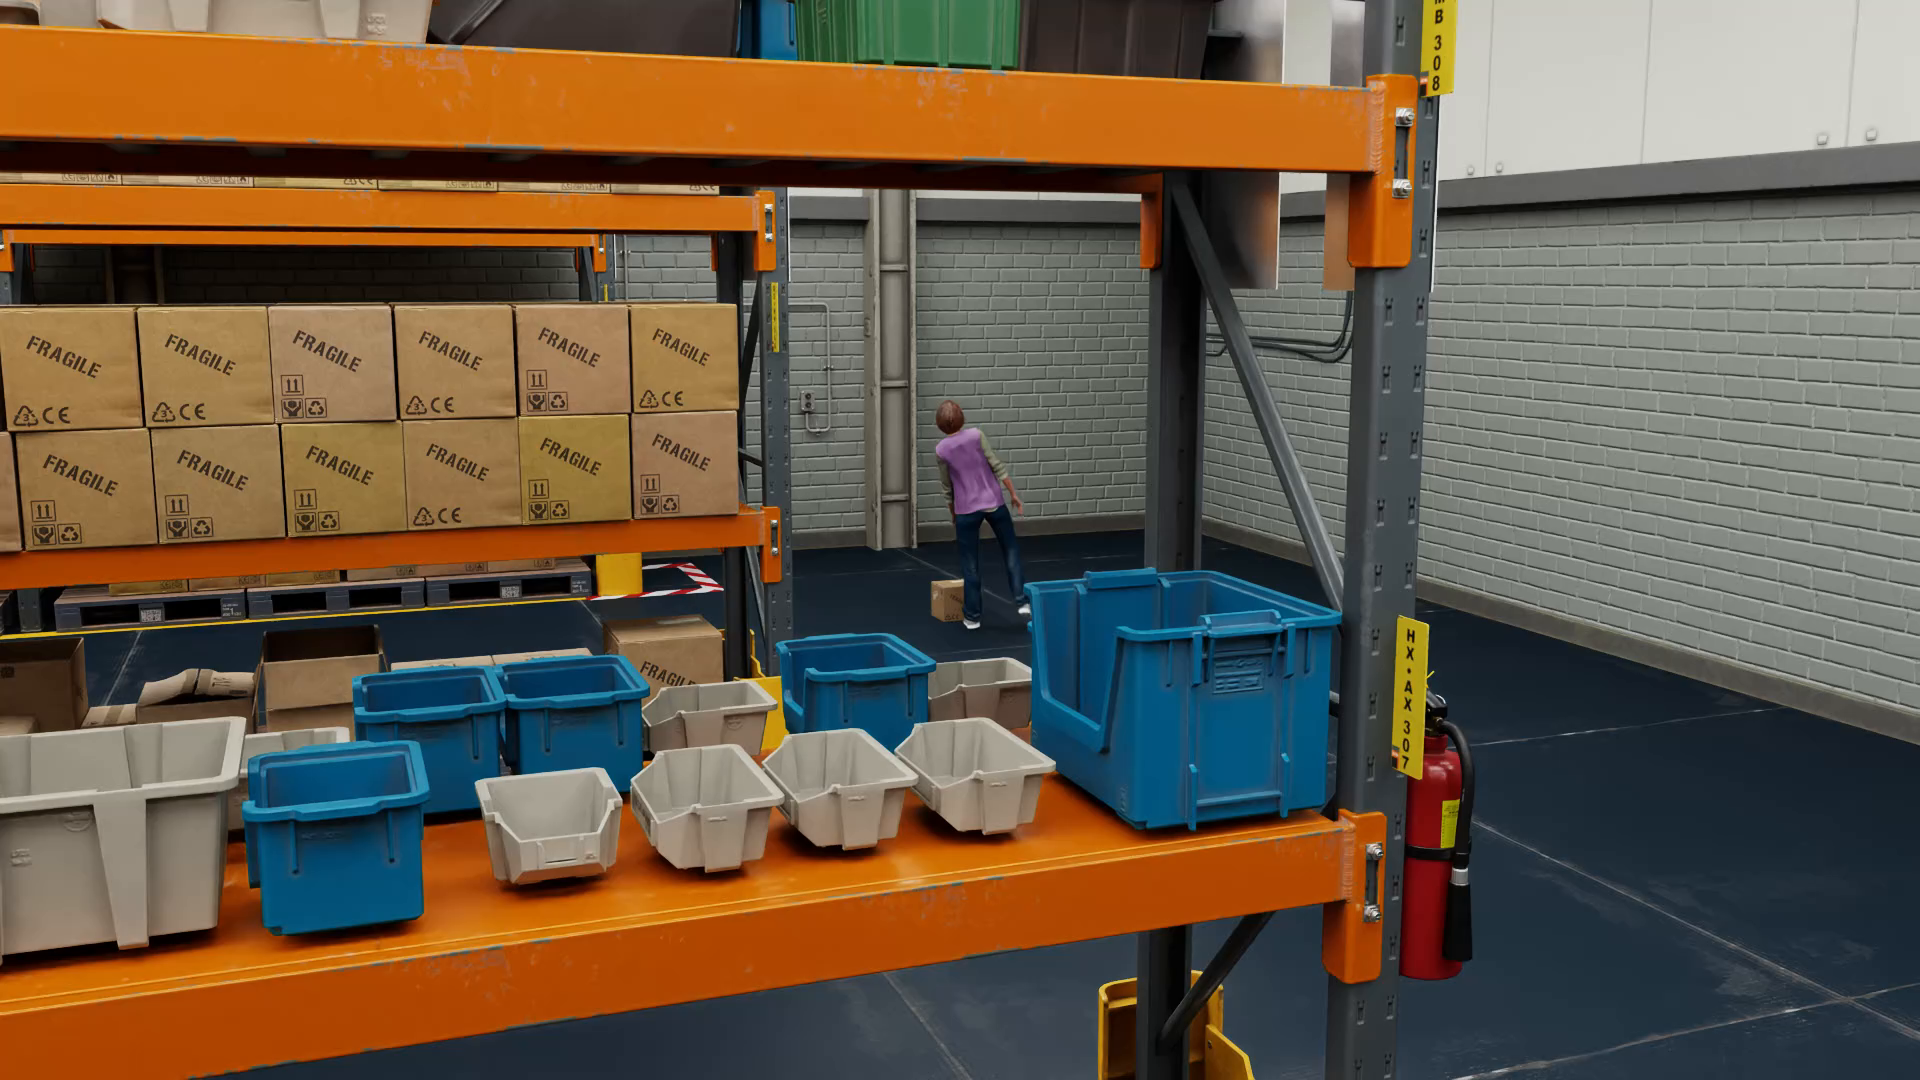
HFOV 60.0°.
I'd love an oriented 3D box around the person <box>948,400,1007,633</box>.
[{"bbox_3d":[0.112,-0.148,11.391,0.409,1.589,0.312,-3,10,-20],"label":"person"}]
